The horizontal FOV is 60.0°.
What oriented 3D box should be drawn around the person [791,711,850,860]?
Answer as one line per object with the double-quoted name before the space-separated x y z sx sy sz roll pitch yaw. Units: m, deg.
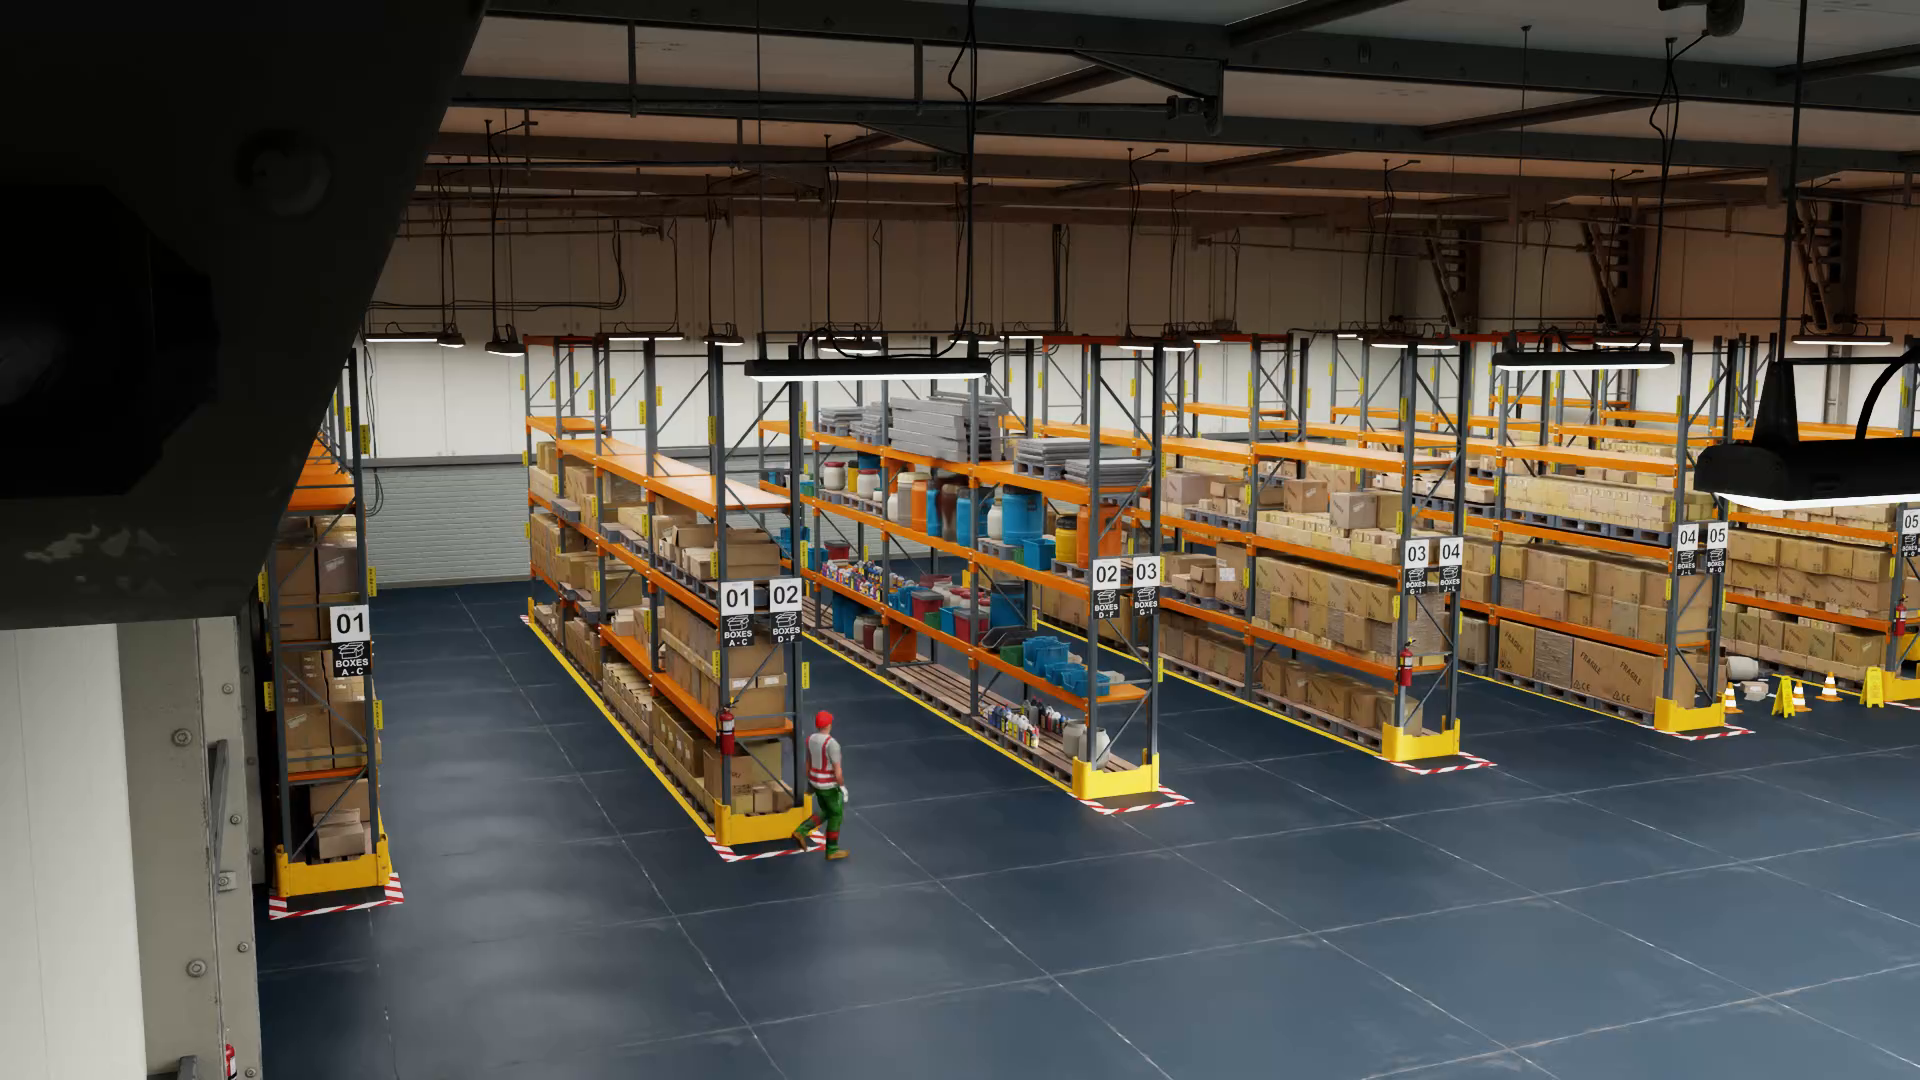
"person" -1.618 2.868 19.424 0.660 1.773 0.604 -4 9 -28
